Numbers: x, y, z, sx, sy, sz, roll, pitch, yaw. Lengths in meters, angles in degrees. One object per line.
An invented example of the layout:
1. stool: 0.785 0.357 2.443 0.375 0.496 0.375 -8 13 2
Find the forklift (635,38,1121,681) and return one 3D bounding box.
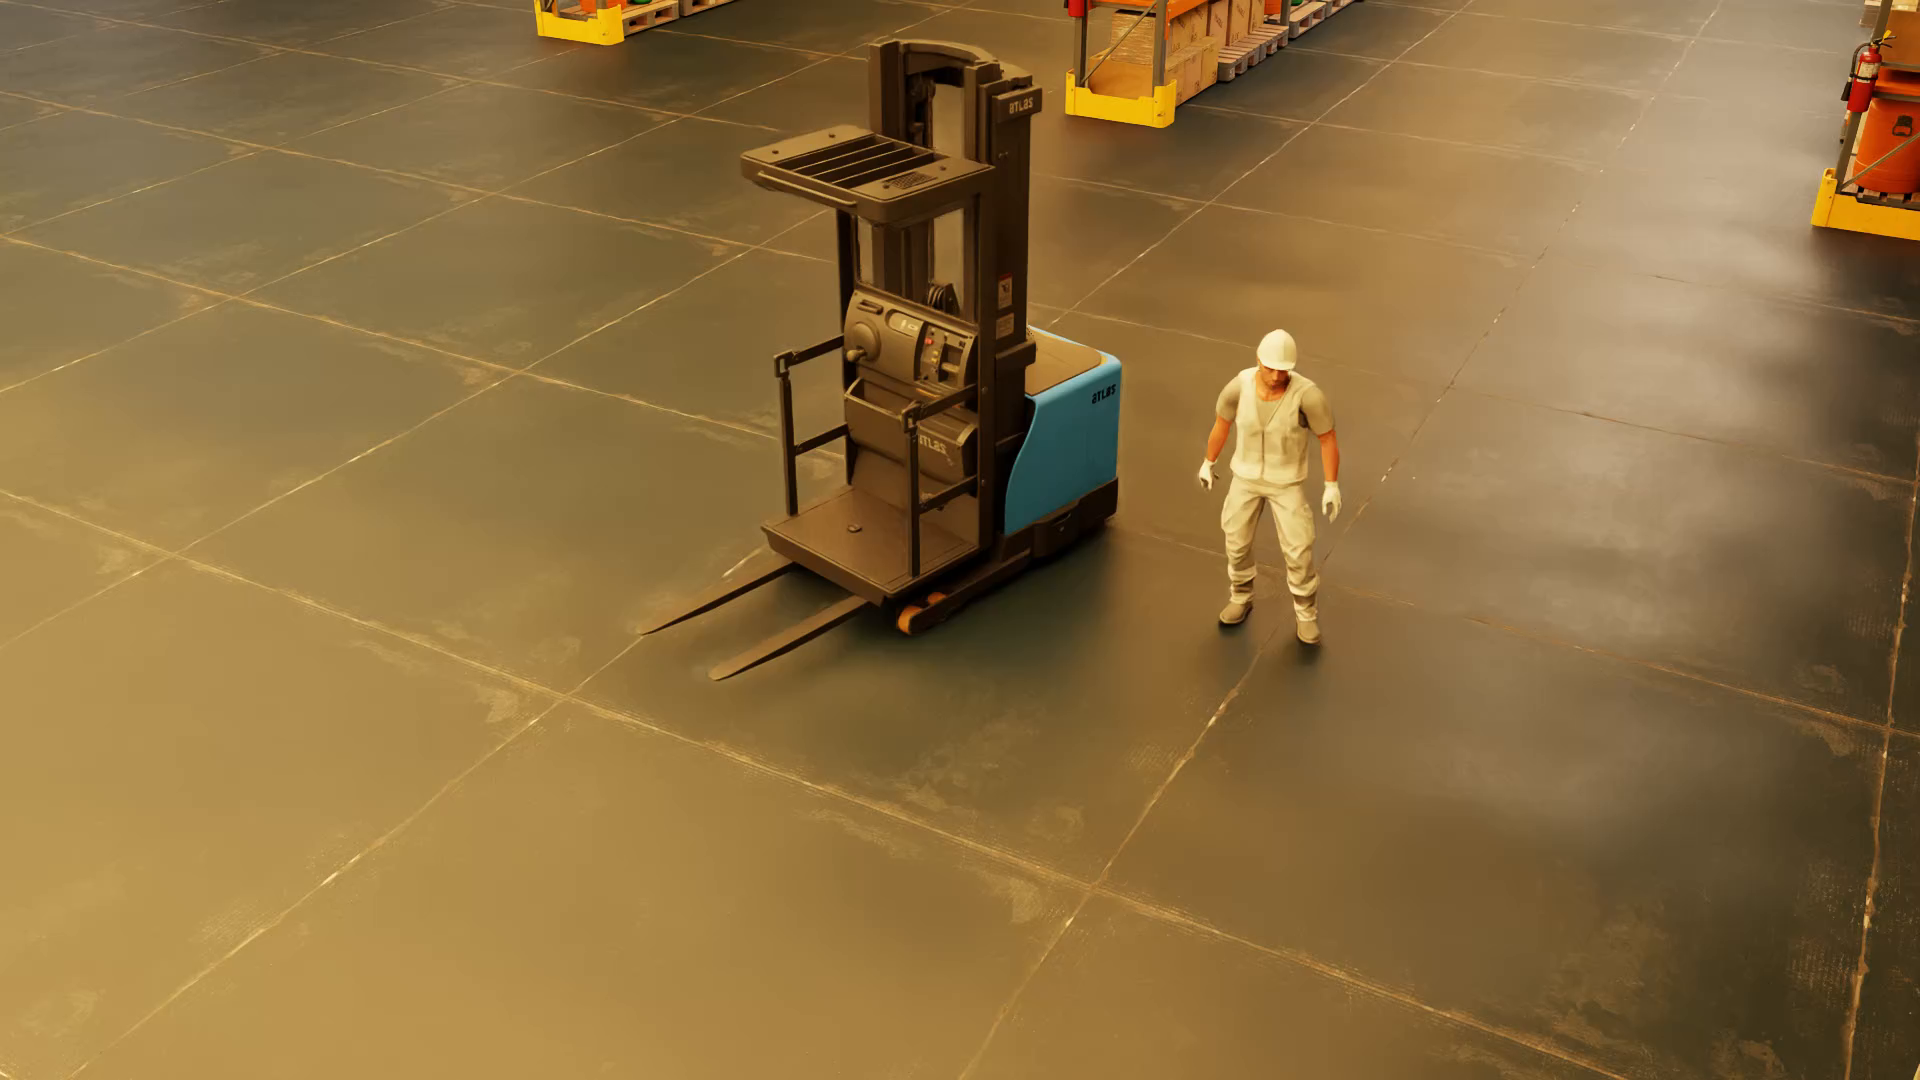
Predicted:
1. forklift: -0.423 -1.034 8.862 1.130 2.935 3.031 26 39 37

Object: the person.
1. person: 1.629 -0.301 8.771 0.796 1.754 0.434 12 32 20
